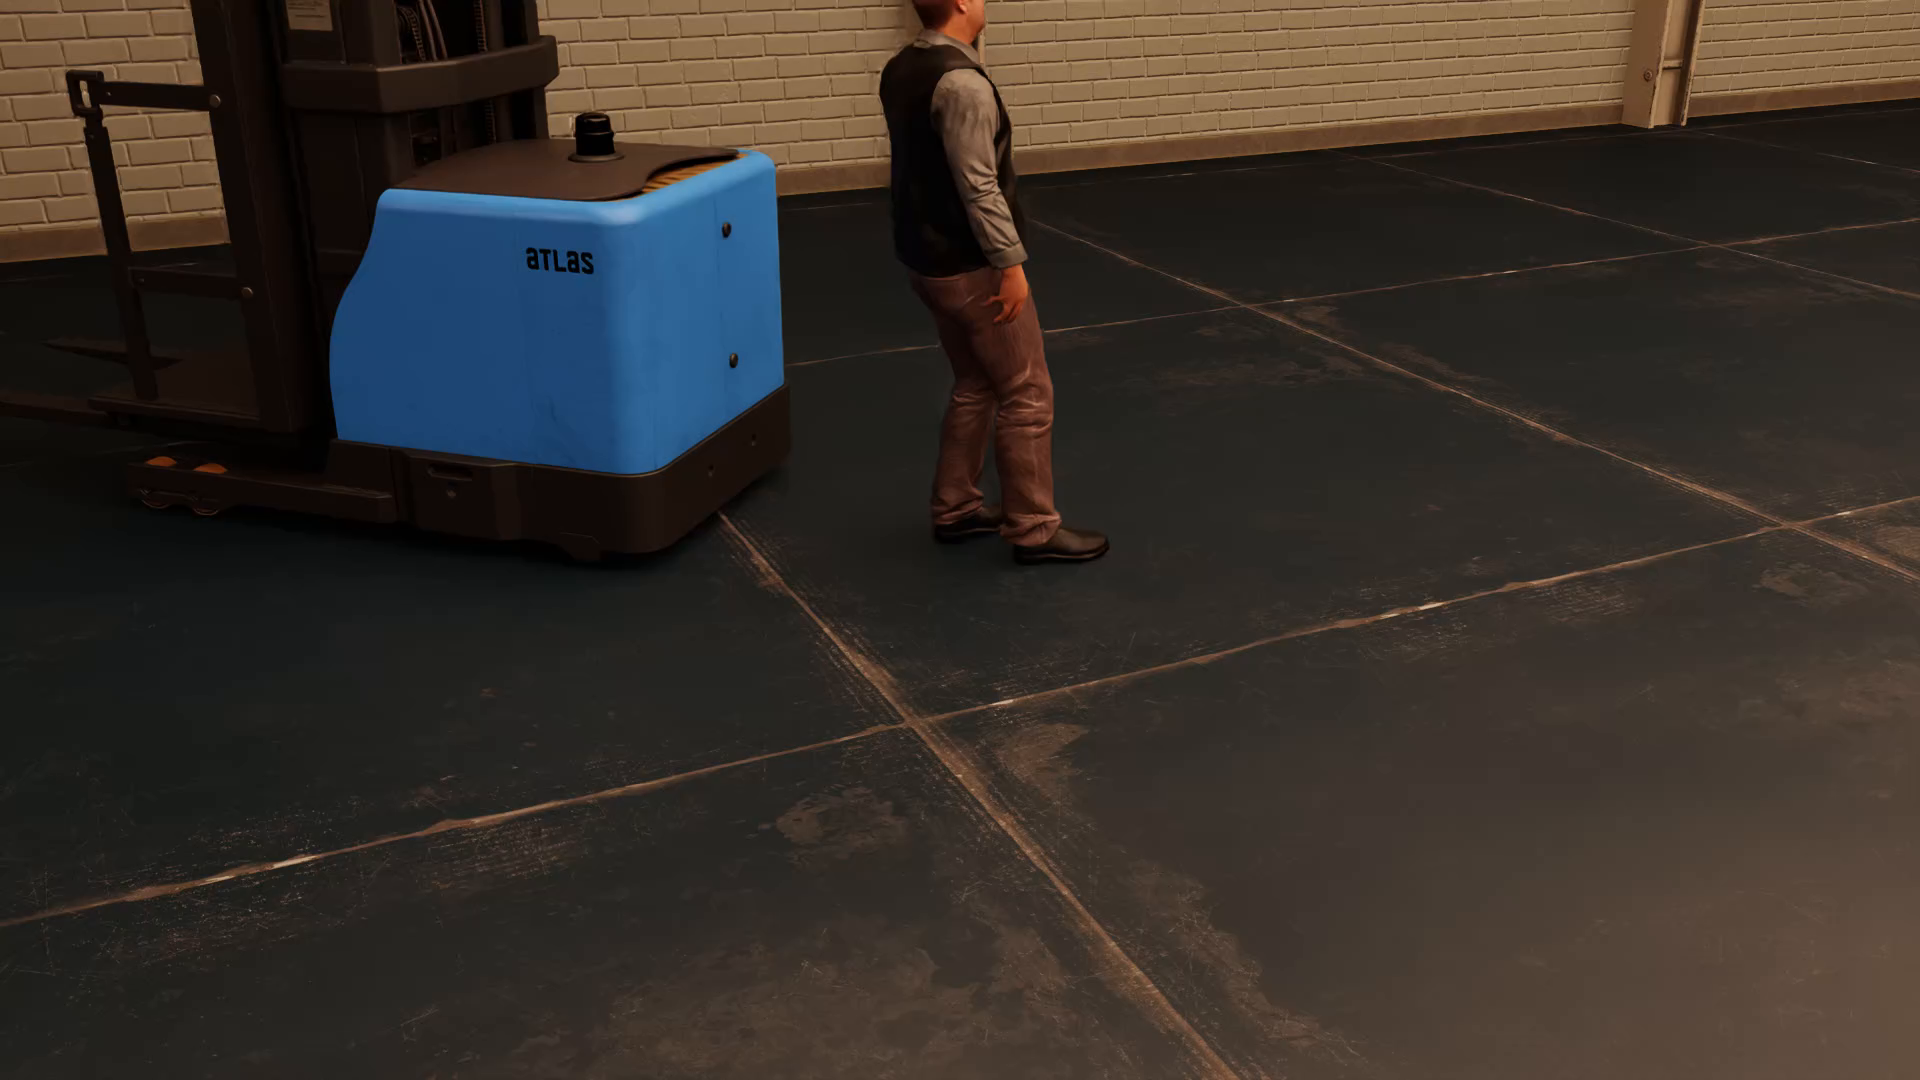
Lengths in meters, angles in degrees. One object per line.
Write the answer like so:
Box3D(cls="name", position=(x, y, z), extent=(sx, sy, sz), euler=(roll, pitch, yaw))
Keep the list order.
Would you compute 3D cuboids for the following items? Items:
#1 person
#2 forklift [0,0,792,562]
Box3D(cls="person", position=(0.091, -0.810, 4.844), extent=(0.549, 1.713, 0.663), euler=(-9, 24, -20))
Box3D(cls="forklift", position=(-2.147, -1.612, 5.166), extent=(3.031, 2.935, 1.130), euler=(7, 24, 17))
